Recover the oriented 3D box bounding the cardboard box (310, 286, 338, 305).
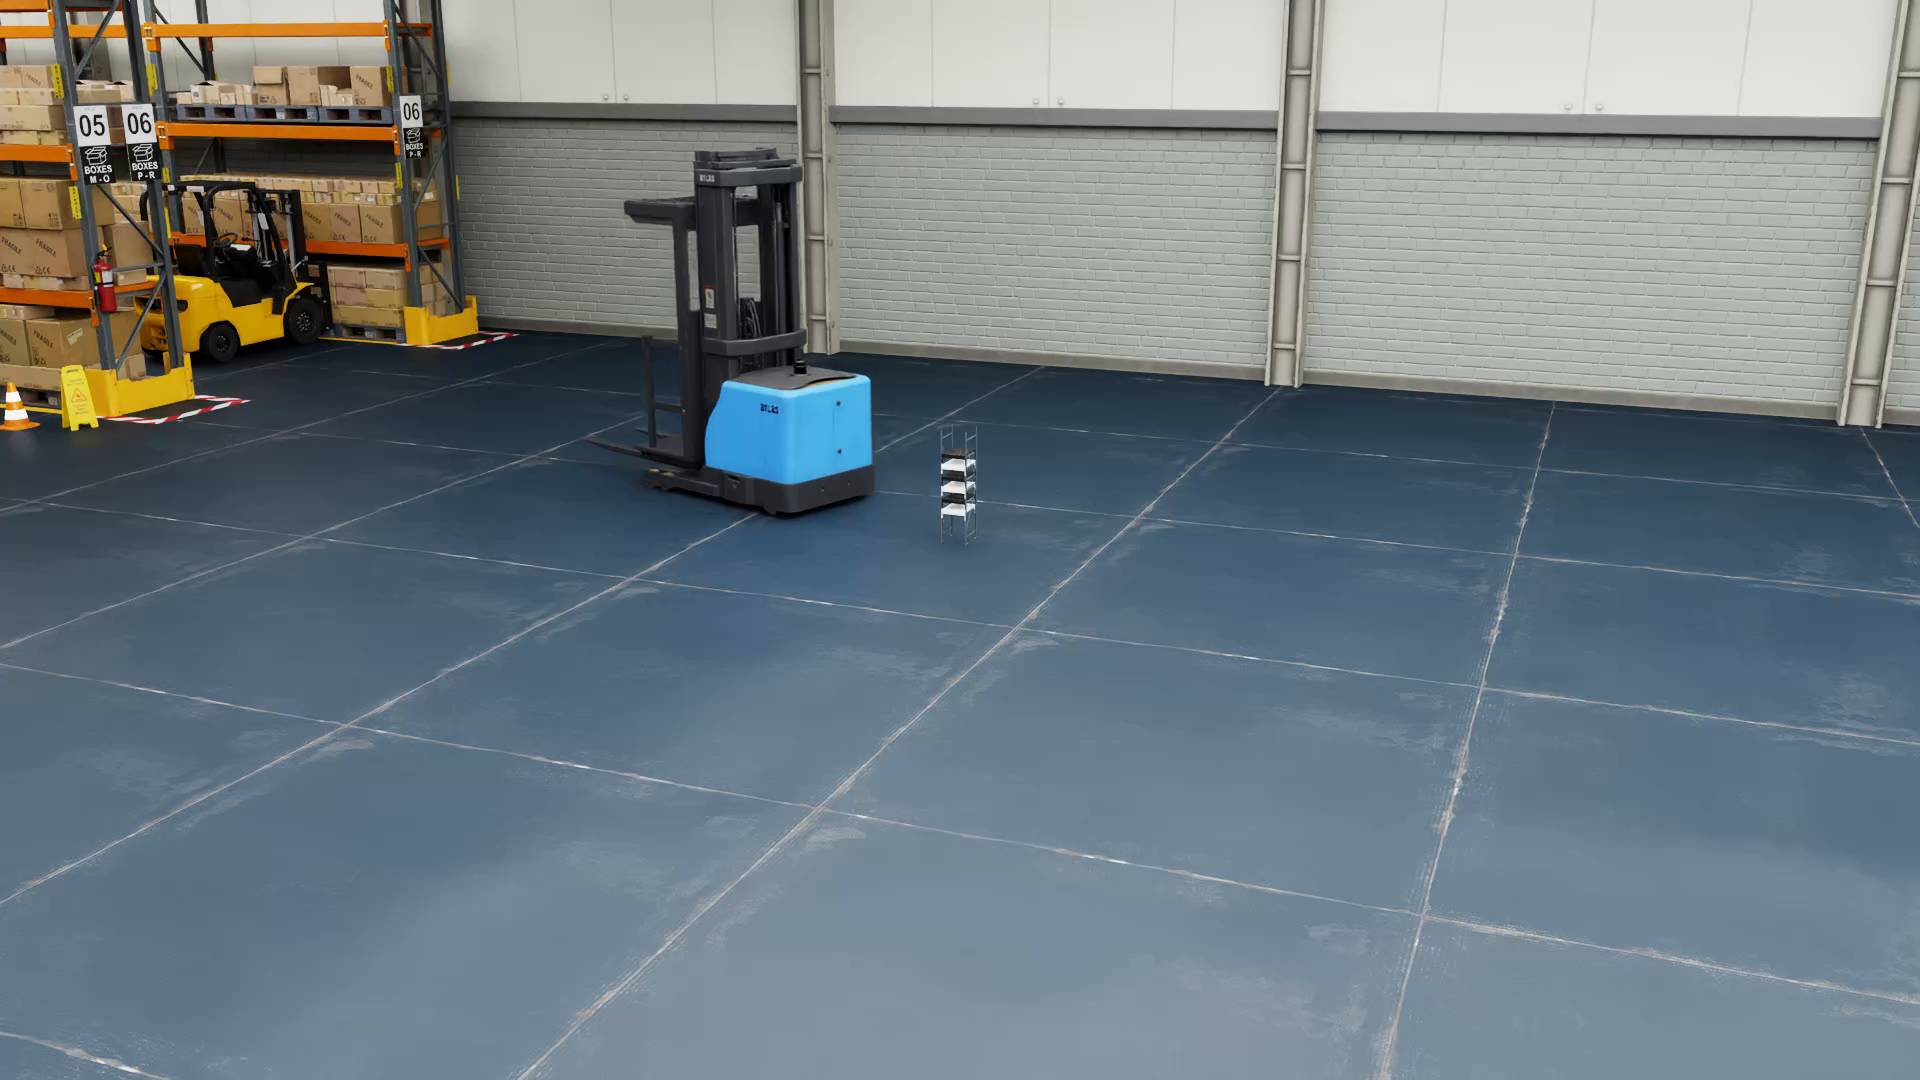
[{"bbox_3d":[-8.573,-3.381,22.723,0.500,0.250,0.500,6,17,19],"label":"cardboard box"}]

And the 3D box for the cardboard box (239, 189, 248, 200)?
[{"bbox_3d":[-9.636,-4.741,22.780,0.250,0.149,0.380,6,17,20],"label":"cardboard box"}]

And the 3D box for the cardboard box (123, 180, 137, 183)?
[{"bbox_3d":[-11.954,-5.170,24.259,0.250,0.149,0.380,6,17,21],"label":"cardboard box"}]

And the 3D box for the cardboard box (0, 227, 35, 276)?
[{"bbox_3d":[-9.943,-3.130,17.861,0.500,0.500,0.500,6,17,21],"label":"cardboard box"}]

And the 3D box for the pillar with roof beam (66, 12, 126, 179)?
[{"bbox_3d":[-14.533,-6.873,20.709,0.400,9.000,9.100,6,17,21],"label":"pillar with roof beam"}]

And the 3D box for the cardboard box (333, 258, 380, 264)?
[{"bbox_3d":[-8.360,-3.754,23.109,0.500,0.250,0.500,6,17,20],"label":"cardboard box"}]

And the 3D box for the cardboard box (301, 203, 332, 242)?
[{"bbox_3d":[-8.565,-4.328,22.523,0.500,0.500,0.500,6,17,20],"label":"cardboard box"}]

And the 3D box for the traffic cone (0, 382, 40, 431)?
[{"bbox_3d":[-9.746,-1.393,17.143,0.334,0.463,0.336,6,17,21],"label":"traffic cone"}]

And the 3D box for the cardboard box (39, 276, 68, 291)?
[{"bbox_3d":[-9.576,-2.762,17.756,0.250,0.149,0.380,6,17,20],"label":"cardboard box"}]

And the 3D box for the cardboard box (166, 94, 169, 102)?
[{"bbox_3d":[-11.494,-6.307,23.655,0.250,0.149,0.380,6,17,21],"label":"cardboard box"}]

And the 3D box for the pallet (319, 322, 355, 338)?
[{"bbox_3d":[-8.913,-3.044,23.279,1.213,0.211,1.003,6,17,21],"label":"pallet"}]

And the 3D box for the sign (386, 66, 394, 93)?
[{"bbox_3d":[-7.267,-5.878,21.216,0.005,0.325,0.100,6,17,21],"label":"sign"}]

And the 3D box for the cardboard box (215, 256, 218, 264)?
[{"bbox_3d":[-10.441,-3.830,23.370,0.500,0.250,0.500,6,17,20],"label":"cardboard box"}]

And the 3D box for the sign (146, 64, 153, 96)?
[{"bbox_3d":[-8.674,-4.903,17.735,0.005,0.325,0.100,6,17,21],"label":"sign"}]

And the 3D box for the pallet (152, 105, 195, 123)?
[{"bbox_3d":[-11.602,-6.035,23.543,1.217,0.209,0.805,6,17,18],"label":"pallet"}]

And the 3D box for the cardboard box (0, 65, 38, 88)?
[{"bbox_3d":[-13.407,-6.584,23.979,0.500,0.500,0.700,6,17,20],"label":"cardboard box"}]

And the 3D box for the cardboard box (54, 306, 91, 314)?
[{"bbox_3d":[-10.032,-2.352,18.730,0.500,0.500,0.500,6,17,19],"label":"cardboard box"}]

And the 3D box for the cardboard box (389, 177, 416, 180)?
[{"bbox_3d":[-7.514,-4.826,22.539,0.250,0.149,0.380,7,18,23],"label":"cardboard box"}]

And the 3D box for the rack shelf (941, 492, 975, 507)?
[{"bbox_3d":[-0.008,-0.315,13.085,0.200,0.077,0.258,6,17,21],"label":"rack shelf"}]

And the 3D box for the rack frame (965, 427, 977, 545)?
[{"bbox_3d":[0.087,-0.423,13.015,0.006,0.900,0.240,6,17,21],"label":"rack frame"}]

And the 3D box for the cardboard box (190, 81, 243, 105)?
[{"bbox_3d":[-10.092,-6.098,22.647,0.500,0.311,0.500,7,17,22],"label":"cardboard box"}]

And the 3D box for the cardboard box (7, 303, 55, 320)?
[{"bbox_3d":[-10.080,-2.490,18.039,0.250,0.149,0.380,7,18,22],"label":"cardboard box"}]

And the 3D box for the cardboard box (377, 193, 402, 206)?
[{"bbox_3d":[-7.481,-4.512,21.994,0.250,0.149,0.380,7,17,21],"label":"cardboard box"}]

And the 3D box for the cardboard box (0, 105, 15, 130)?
[{"bbox_3d":[-9.911,-4.451,17.482,0.500,0.250,0.500,6,17,20],"label":"cardboard box"}]

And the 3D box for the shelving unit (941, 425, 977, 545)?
[{"bbox_3d":[-0.008,-0.433,13.051,0.210,0.900,0.258,6,17,21],"label":"shelving unit"}]

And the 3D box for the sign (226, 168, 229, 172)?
[{"bbox_3d":[-10.574,-5.197,24.000,0.005,0.325,0.100,6,17,21],"label":"sign"}]

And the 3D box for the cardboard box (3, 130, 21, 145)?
[{"bbox_3d":[-9.786,-4.239,17.466,0.250,0.149,0.380,7,18,22],"label":"cardboard box"}]

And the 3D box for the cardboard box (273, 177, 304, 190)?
[{"bbox_3d":[-9.123,-4.860,22.657,0.250,0.149,0.380,6,17,21],"label":"cardboard box"}]

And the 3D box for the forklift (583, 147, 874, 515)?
[{"bbox_3d":[-2.189,-1.937,14.588,3.031,2.935,1.130,14,21,39],"label":"forklift"}]

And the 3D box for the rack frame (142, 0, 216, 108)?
[{"bbox_3d":[-10.776,-7.480,22.799,0.127,3.000,1.000,6,17,21],"label":"rack frame"}]

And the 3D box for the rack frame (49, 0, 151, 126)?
[{"bbox_3d":[-8.873,-5.783,16.954,0.127,3.000,1.000,6,17,21],"label":"rack frame"}]

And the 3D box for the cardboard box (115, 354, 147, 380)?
[{"bbox_3d":[-9.522,-1.938,18.647,0.500,0.250,0.500,6,17,20],"label":"cardboard box"}]

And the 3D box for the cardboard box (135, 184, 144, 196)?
[{"bbox_3d":[-11.422,-4.958,23.528,0.250,0.149,0.380,6,17,20],"label":"cardboard box"}]

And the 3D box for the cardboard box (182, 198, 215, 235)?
[{"bbox_3d":[-10.459,-4.534,23.232,0.500,0.500,0.500,6,17,19],"label":"cardboard box"}]

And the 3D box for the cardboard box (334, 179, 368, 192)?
[{"bbox_3d":[-8.164,-4.756,22.300,0.250,0.149,0.380,6,17,21],"label":"cardboard box"}]

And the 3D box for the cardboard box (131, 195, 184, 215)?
[{"bbox_3d":[-11.327,-4.751,23.532,0.500,0.250,0.500,6,17,19],"label":"cardboard box"}]

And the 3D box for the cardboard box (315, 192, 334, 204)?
[{"bbox_3d":[-8.440,-4.617,22.353,0.250,0.149,0.380,6,17,19],"label":"cardboard box"}]

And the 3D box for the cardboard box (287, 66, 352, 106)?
[{"bbox_3d":[-8.473,-6.041,22.110,0.500,0.500,0.700,6,17,21],"label":"cardboard box"}]

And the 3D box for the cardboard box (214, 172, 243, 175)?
[{"bbox_3d":[-10.368,-5.147,23.647,0.250,0.149,0.380,6,17,21],"label":"cardboard box"}]

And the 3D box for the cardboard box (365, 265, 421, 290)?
[{"bbox_3d":[-7.598,-3.518,22.295,0.500,0.250,0.500,7,18,22],"label":"cardboard box"}]

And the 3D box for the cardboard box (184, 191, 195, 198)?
[{"bbox_3d":[-10.576,-4.858,23.184,0.250,0.149,0.380,6,17,20],"label":"cardboard box"}]

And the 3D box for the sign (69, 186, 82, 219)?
[{"bbox_3d":[-9.095,-3.468,17.096,0.005,0.325,0.100,6,17,21],"label":"sign"}]

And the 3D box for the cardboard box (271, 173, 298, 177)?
[{"bbox_3d":[-9.409,-5.046,23.299,0.250,0.149,0.380,6,17,20],"label":"cardboard box"}]

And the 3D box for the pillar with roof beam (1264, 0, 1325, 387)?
[{"bbox_3d":[2.211,-5.032,14.366,0.400,9.000,9.100,6,17,21],"label":"pillar with roof beam"}]

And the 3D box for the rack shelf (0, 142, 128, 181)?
[{"bbox_3d":[-10.734,-4.202,18.177,4.000,0.370,1.077,6,17,21],"label":"rack shelf"}]

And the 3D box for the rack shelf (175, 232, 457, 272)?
[{"bbox_3d":[-8.916,-4.049,23.031,4.000,0.370,1.077,6,17,21],"label":"rack shelf"}]

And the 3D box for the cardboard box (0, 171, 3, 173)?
[{"bbox_3d":[-14.919,-5.351,25.294,0.500,0.500,0.500,7,18,23],"label":"cardboard box"}]

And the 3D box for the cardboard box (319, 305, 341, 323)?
[{"bbox_3d":[-8.530,-3.144,22.802,0.500,0.250,0.500,6,17,21],"label":"cardboard box"}]

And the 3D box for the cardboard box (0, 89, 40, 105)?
[{"bbox_3d":[-9.766,-4.621,17.350,0.250,0.149,0.380,6,17,20],"label":"cardboard box"}]

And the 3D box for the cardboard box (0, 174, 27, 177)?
[{"bbox_3d":[-10.409,-3.648,17.854,0.500,0.500,0.700,6,17,20],"label":"cardboard box"}]

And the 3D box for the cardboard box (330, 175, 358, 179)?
[{"bbox_3d":[-8.458,-4.943,22.944,0.250,0.149,0.380,6,17,19],"label":"cardboard box"}]

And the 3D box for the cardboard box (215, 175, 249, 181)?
[{"bbox_3d":[-10.072,-4.965,23.019,0.250,0.149,0.380,6,17,20],"label":"cardboard box"}]
